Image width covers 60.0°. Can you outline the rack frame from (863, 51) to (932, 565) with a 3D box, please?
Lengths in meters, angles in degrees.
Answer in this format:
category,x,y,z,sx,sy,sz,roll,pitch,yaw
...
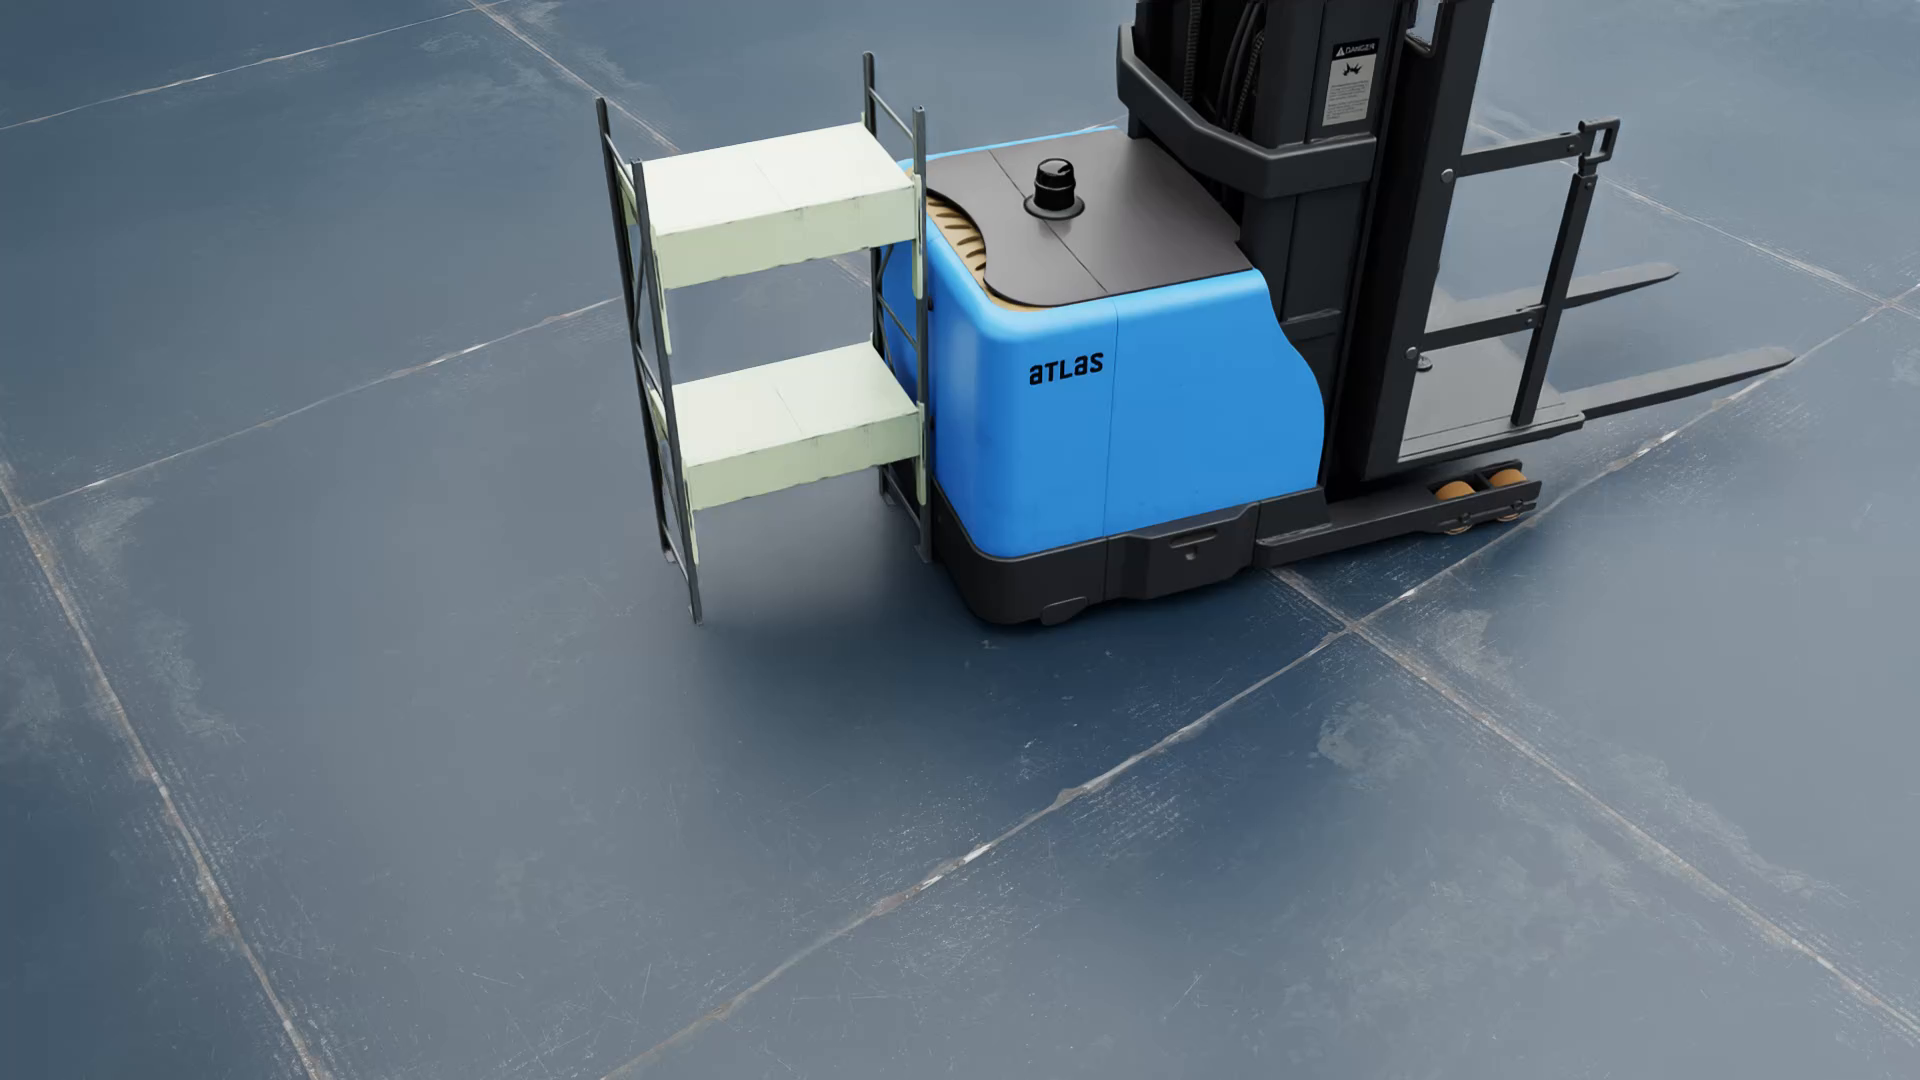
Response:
category,x,y,z,sx,sy,sz,roll,pitch,yaw
rack frame,-0.176,-0.623,4.827,0.023,1.500,0.400,-15,42,-18

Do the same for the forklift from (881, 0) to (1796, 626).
category,x,y,z,sx,sy,sz,roll,pitch,yaw
forklift,1.312,-1.454,4.711,3.031,2.935,1.130,-13,41,-15

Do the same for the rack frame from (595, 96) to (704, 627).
category,x,y,z,sx,sy,sz,roll,pitch,yaw
rack frame,-0.850,-0.442,4.606,0.023,1.500,0.400,-15,42,-18

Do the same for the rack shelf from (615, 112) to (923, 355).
category,x,y,z,sx,sy,sz,roll,pitch,yaw
rack shelf,-0.513,-0.834,4.469,0.720,0.370,0.431,-15,42,-18

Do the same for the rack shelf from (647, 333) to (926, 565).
category,x,y,z,sx,sy,sz,roll,pitch,yaw
rack shelf,-0.513,-0.281,4.923,0.720,0.370,0.431,-15,42,-18

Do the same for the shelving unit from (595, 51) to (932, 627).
category,x,y,z,sx,sy,sz,roll,pitch,yaw
shelving unit,-0.513,-0.533,4.717,0.755,1.500,0.431,-15,42,-18
